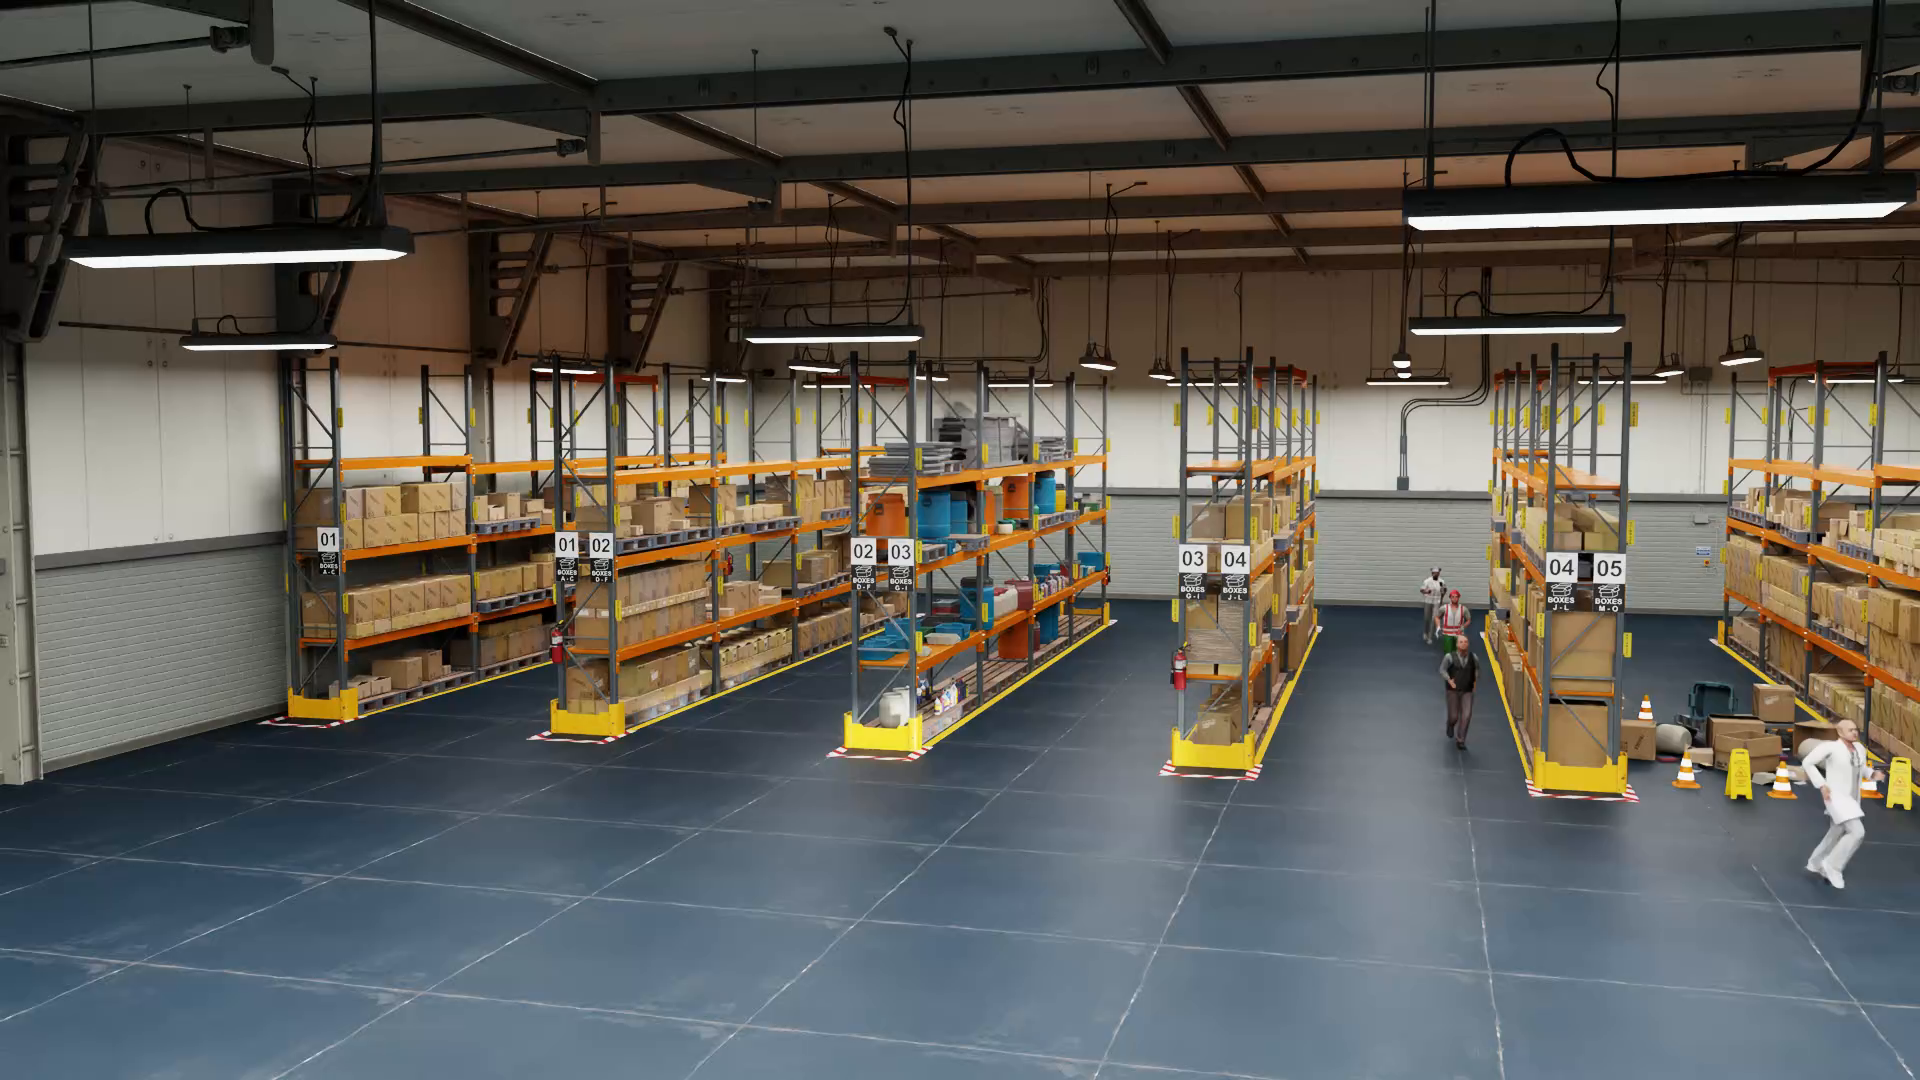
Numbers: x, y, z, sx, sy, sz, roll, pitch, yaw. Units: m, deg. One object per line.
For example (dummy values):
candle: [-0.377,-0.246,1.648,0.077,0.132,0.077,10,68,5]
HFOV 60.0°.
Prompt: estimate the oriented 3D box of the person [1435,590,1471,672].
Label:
person: [9.357,1.817,31.532,0.653,1.742,0.587,1,4,12]

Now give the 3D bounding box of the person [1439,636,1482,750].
person: [7.608,2.300,25.271,0.657,1.695,0.752,0,4,5]

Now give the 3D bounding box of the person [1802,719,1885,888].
person: [9.498,2.825,17.843,0.670,1.818,0.783,-2,5,-28]

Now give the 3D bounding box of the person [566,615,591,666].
person: [-6.758,1.977,29.711,0.633,1.775,0.727,1,4,17]

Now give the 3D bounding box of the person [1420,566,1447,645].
person: [10.525,1.445,36.987,0.582,1.749,0.807,1,4,15]
